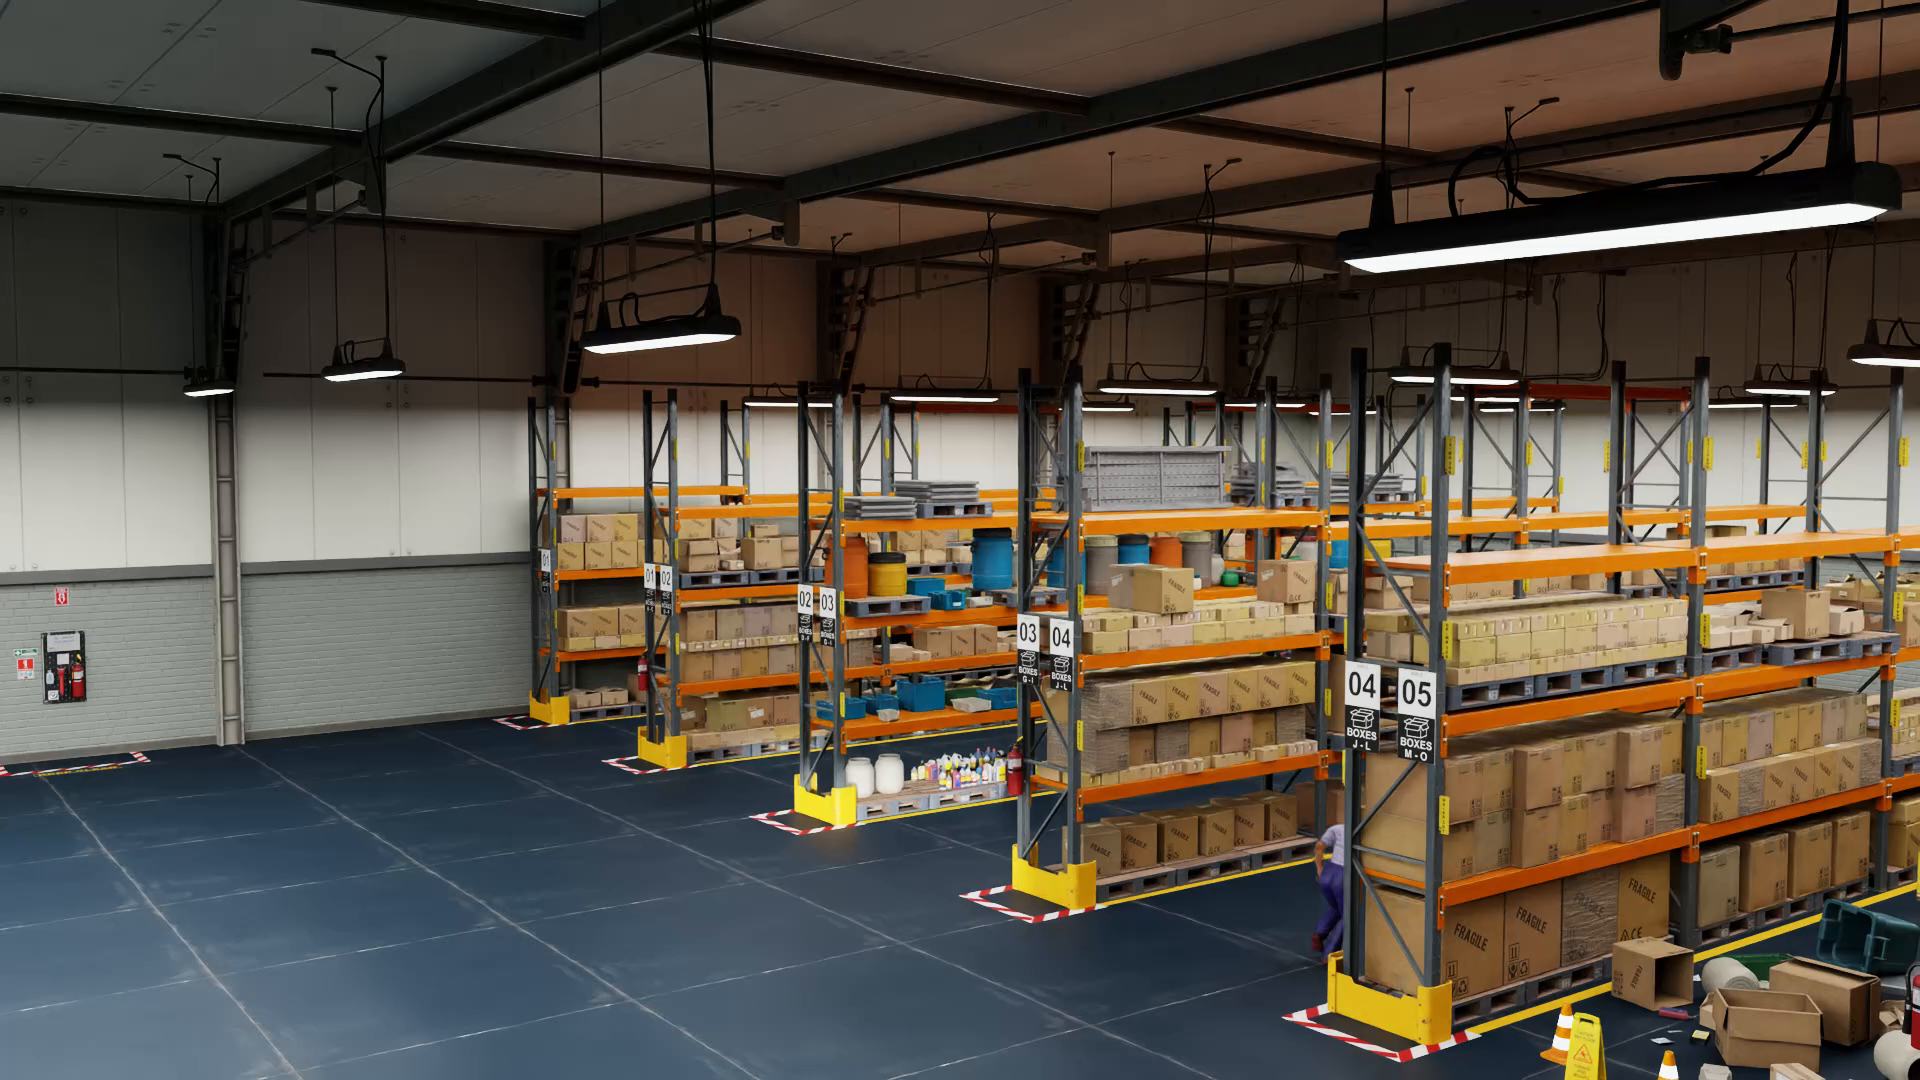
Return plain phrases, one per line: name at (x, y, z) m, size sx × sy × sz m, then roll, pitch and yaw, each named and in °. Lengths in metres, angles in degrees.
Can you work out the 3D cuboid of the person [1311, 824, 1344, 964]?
person at (3.862, 3.426, 16.631) m, size 0.710 × 1.526 × 0.547 m, roll -2°, pitch 4°, yaw -34°
